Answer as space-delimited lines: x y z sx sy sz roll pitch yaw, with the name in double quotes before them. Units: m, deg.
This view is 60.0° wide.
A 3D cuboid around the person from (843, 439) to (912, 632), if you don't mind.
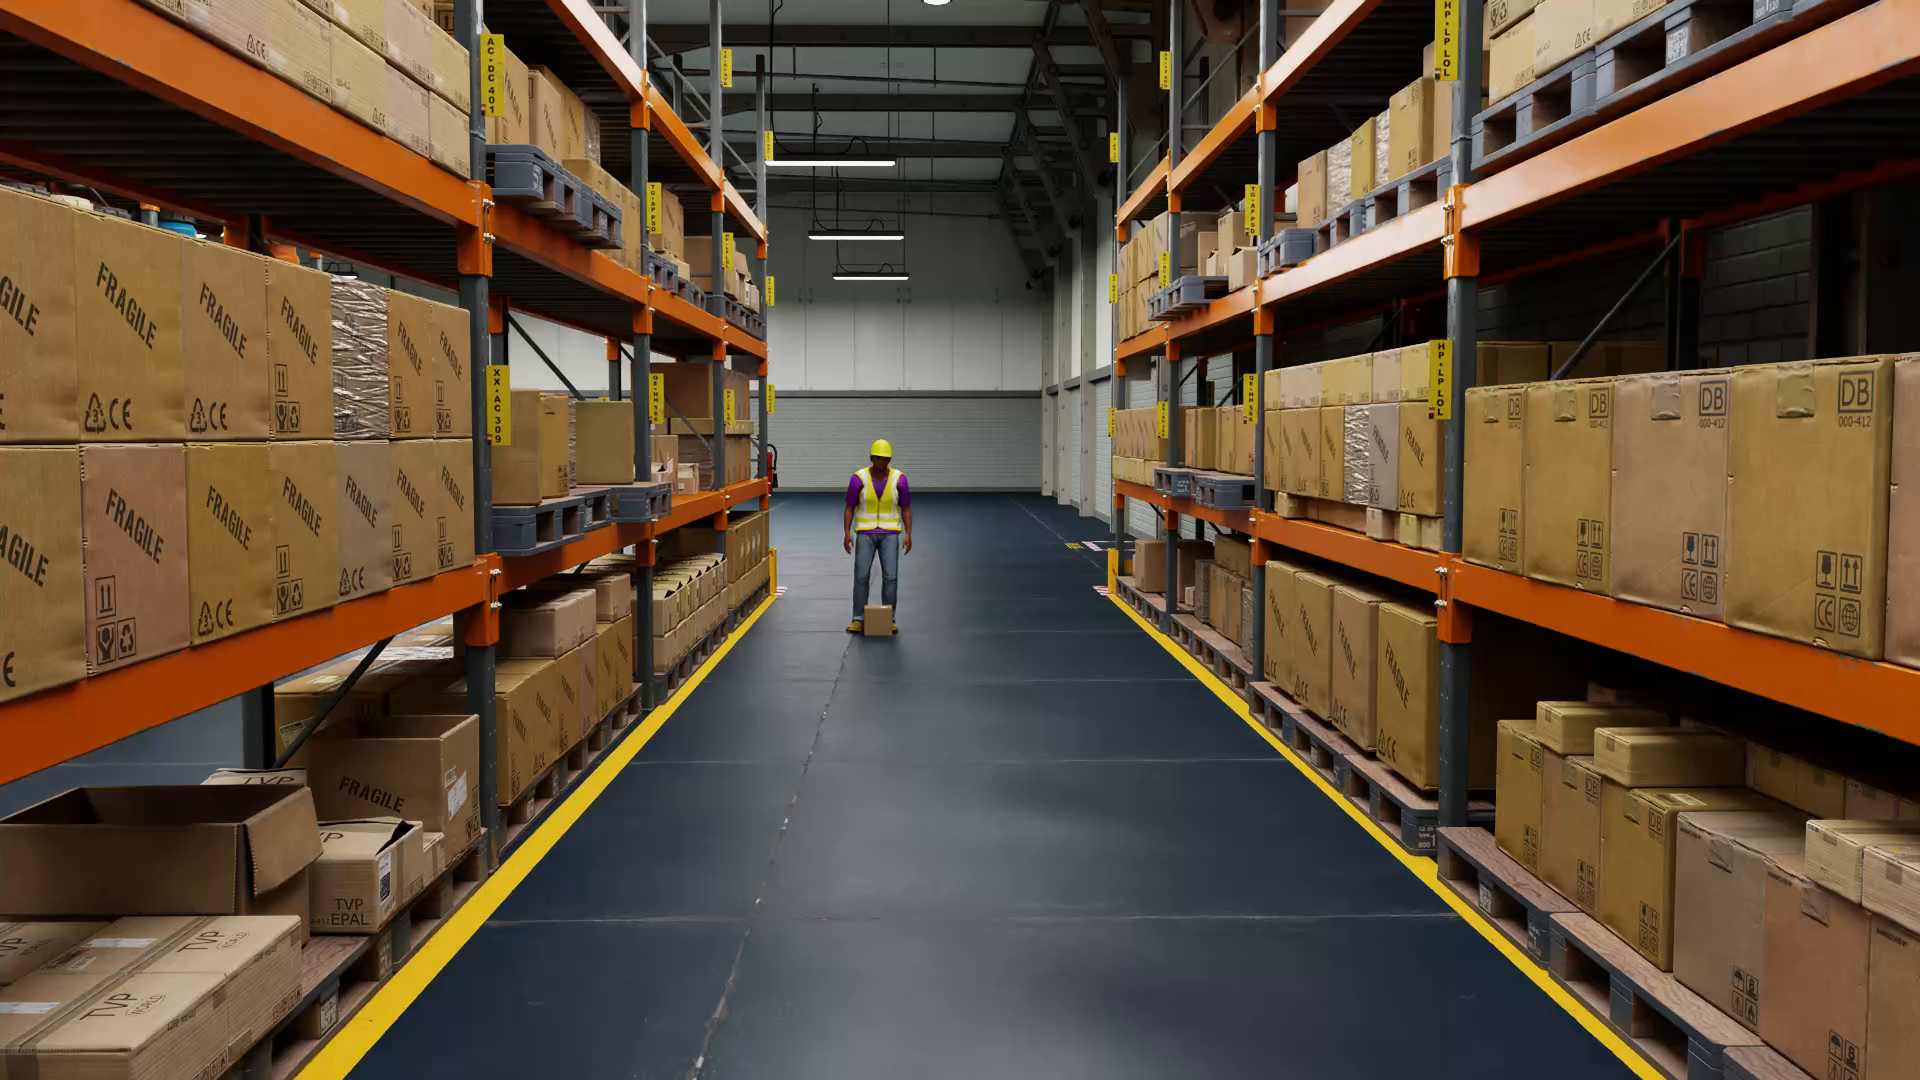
"person" -0.751 -0.039 15.219 0.632 1.759 0.461 0 4 -5
